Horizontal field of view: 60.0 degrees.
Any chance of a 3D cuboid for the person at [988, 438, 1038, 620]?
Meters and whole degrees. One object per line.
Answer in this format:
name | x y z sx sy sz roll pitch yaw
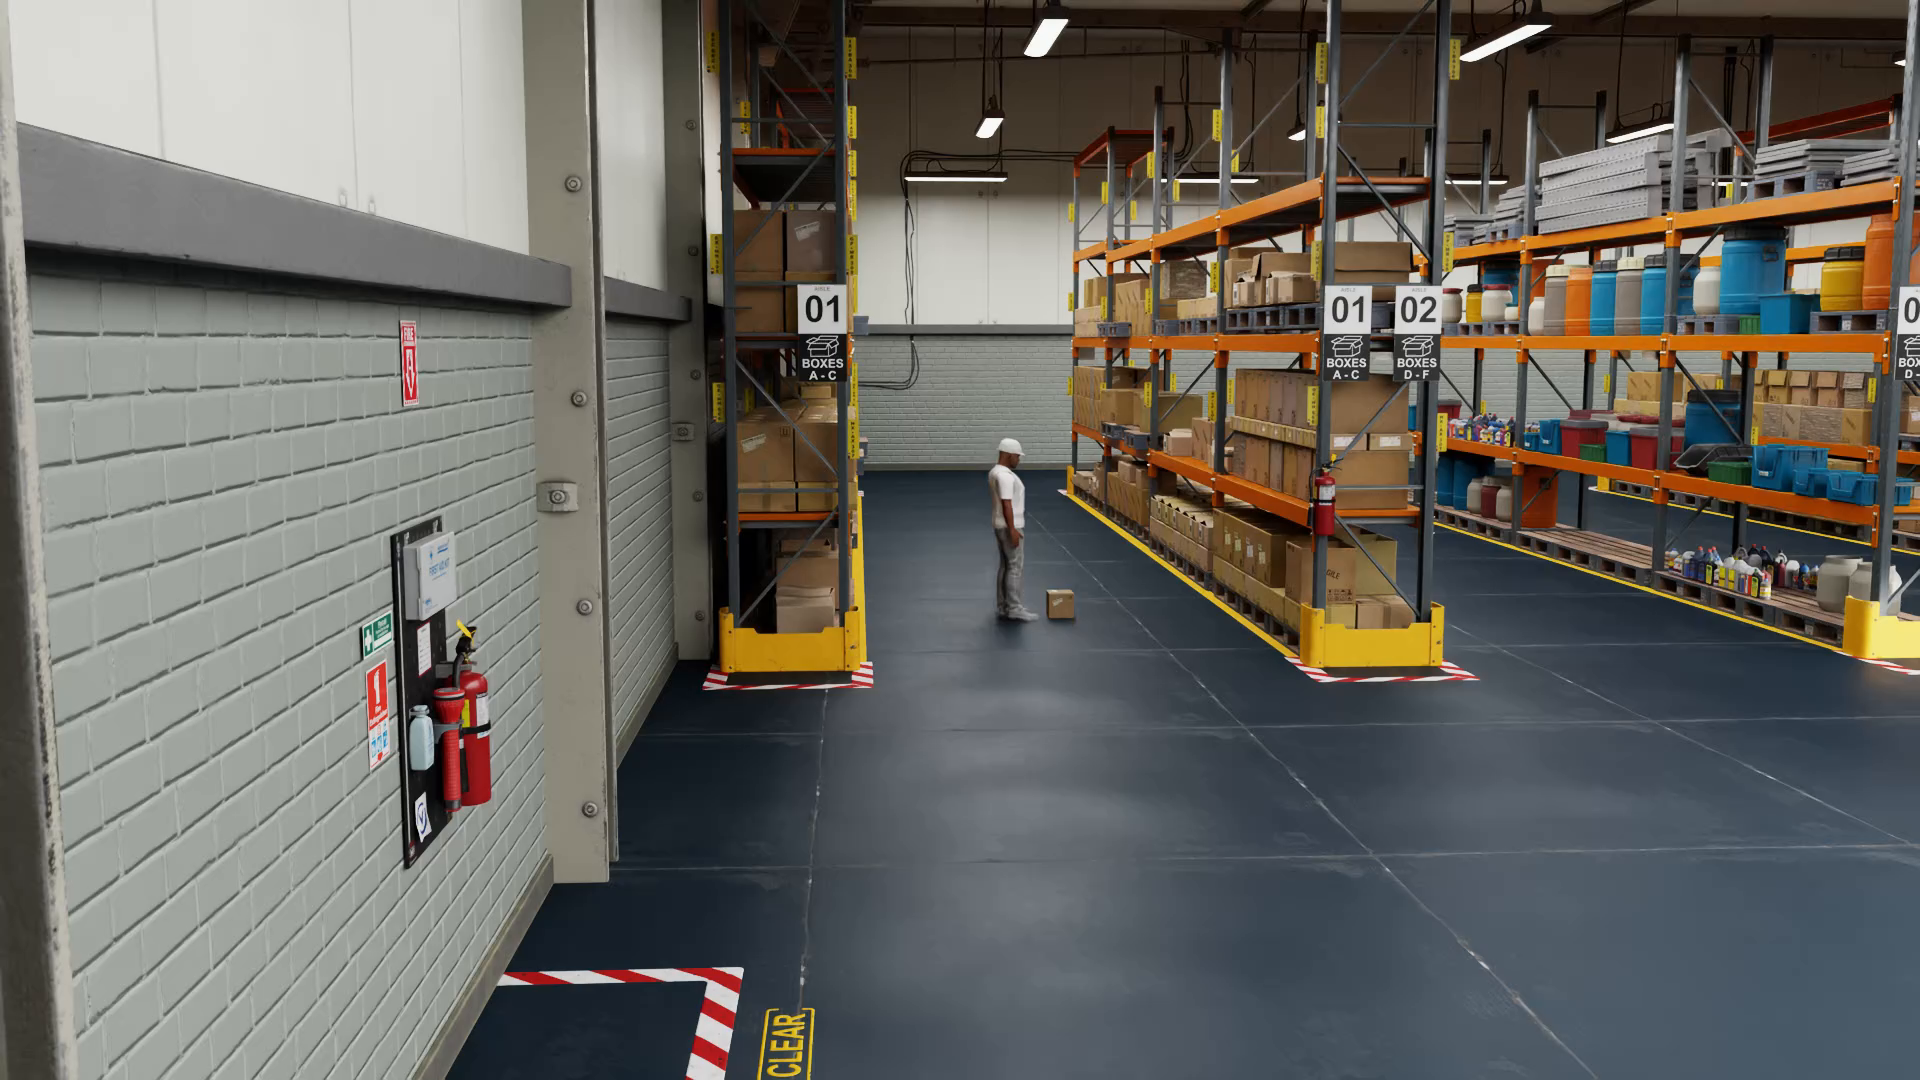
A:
person | 0.525 -0.117 16.499 0.459 1.783 0.590 -1 7 -8
